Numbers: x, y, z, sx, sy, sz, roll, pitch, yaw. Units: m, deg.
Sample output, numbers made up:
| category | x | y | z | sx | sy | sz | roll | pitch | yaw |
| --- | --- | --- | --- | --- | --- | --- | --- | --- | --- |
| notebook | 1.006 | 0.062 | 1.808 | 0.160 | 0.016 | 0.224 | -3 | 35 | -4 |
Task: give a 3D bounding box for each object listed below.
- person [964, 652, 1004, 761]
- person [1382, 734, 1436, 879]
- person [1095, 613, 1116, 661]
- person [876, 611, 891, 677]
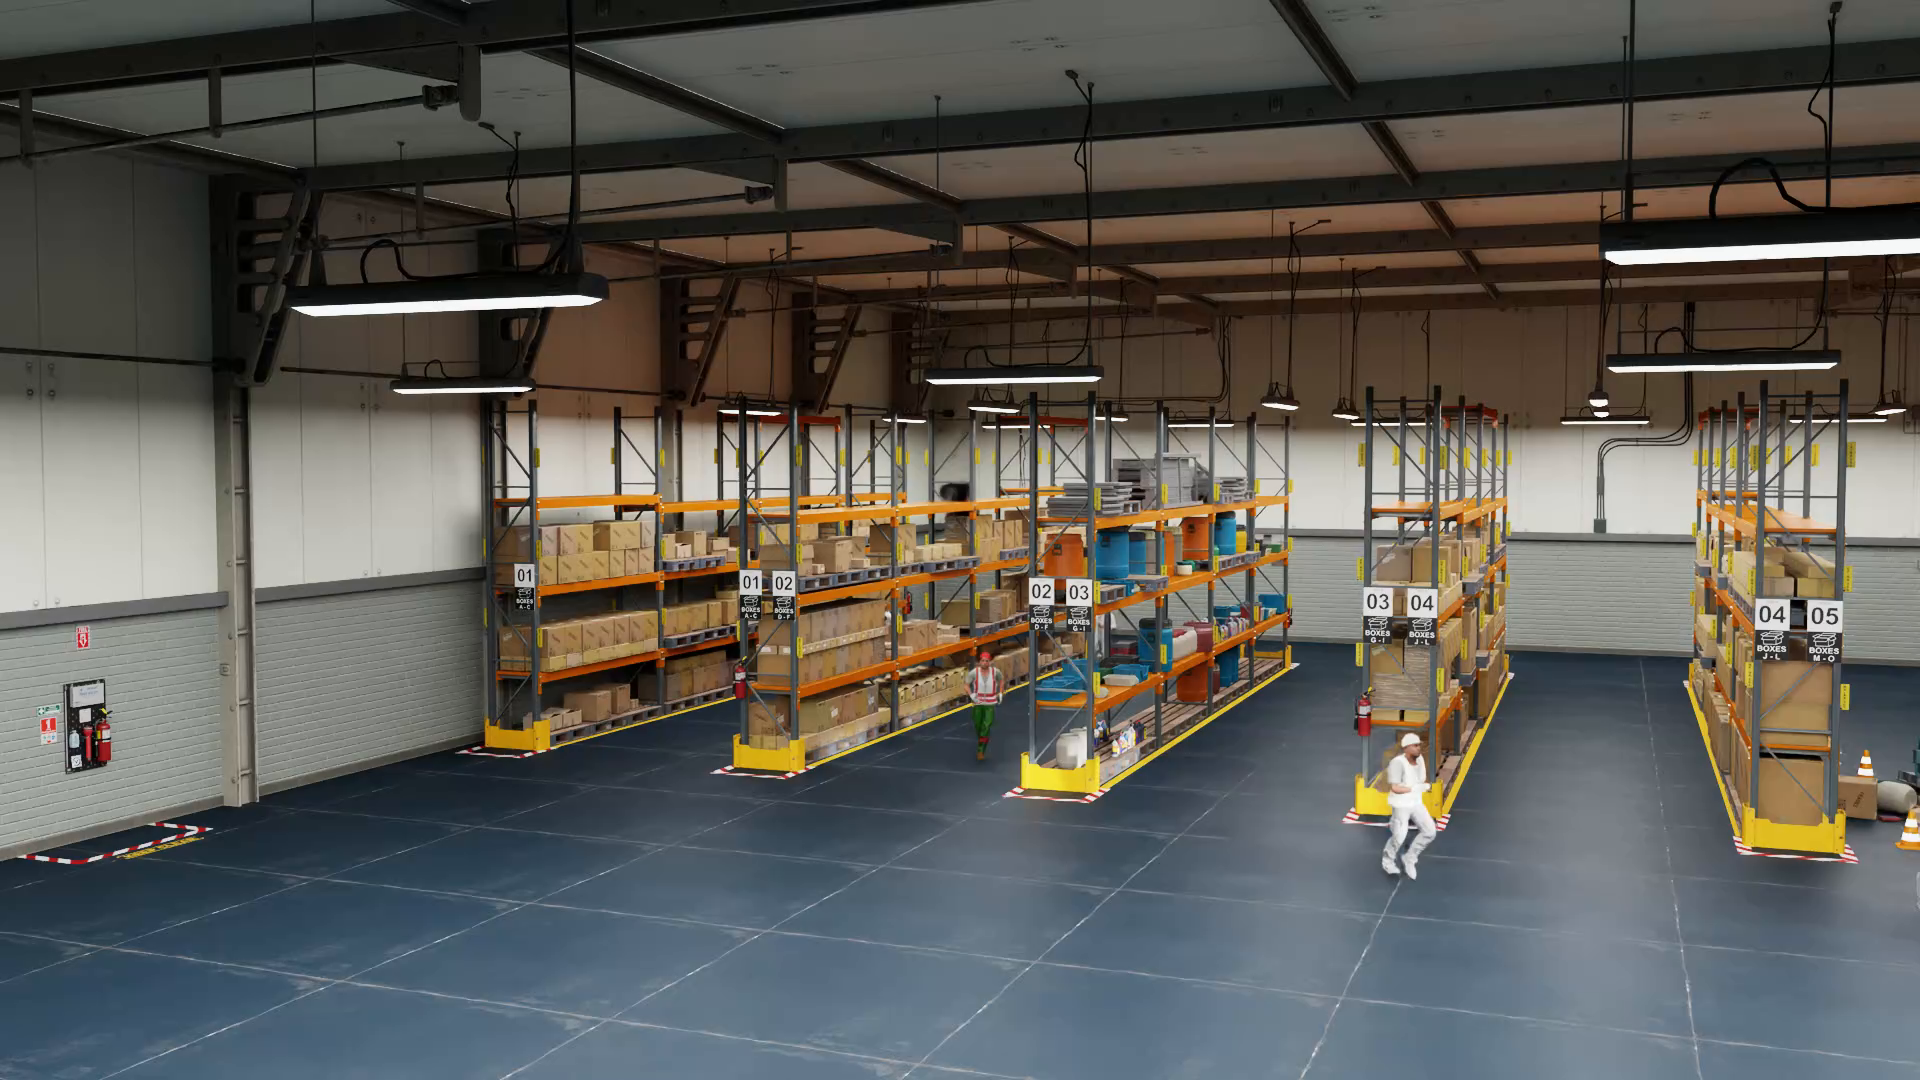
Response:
| category | x | y | z | sx | sy | sz | roll | pitch | yaw |
| --- | --- | --- | --- | --- | --- | --- | --- | --- | --- |
| person | 0.403 | 2.748 | 27.840 | 0.683 | 1.772 | 0.967 | 0 | 3 | 0 |
| person | 5.302 | 3.137 | 19.635 | 0.720 | 1.739 | 0.802 | -2 | 3 | -33 |
| person | 3.185 | 2.230 | 37.379 | 0.675 | 1.721 | 0.994 | 1 | 3 | 11 |
| person | -1.715 | 2.154 | 35.864 | 0.601 | 1.710 | 0.646 | 1 | 3 | 14 |
